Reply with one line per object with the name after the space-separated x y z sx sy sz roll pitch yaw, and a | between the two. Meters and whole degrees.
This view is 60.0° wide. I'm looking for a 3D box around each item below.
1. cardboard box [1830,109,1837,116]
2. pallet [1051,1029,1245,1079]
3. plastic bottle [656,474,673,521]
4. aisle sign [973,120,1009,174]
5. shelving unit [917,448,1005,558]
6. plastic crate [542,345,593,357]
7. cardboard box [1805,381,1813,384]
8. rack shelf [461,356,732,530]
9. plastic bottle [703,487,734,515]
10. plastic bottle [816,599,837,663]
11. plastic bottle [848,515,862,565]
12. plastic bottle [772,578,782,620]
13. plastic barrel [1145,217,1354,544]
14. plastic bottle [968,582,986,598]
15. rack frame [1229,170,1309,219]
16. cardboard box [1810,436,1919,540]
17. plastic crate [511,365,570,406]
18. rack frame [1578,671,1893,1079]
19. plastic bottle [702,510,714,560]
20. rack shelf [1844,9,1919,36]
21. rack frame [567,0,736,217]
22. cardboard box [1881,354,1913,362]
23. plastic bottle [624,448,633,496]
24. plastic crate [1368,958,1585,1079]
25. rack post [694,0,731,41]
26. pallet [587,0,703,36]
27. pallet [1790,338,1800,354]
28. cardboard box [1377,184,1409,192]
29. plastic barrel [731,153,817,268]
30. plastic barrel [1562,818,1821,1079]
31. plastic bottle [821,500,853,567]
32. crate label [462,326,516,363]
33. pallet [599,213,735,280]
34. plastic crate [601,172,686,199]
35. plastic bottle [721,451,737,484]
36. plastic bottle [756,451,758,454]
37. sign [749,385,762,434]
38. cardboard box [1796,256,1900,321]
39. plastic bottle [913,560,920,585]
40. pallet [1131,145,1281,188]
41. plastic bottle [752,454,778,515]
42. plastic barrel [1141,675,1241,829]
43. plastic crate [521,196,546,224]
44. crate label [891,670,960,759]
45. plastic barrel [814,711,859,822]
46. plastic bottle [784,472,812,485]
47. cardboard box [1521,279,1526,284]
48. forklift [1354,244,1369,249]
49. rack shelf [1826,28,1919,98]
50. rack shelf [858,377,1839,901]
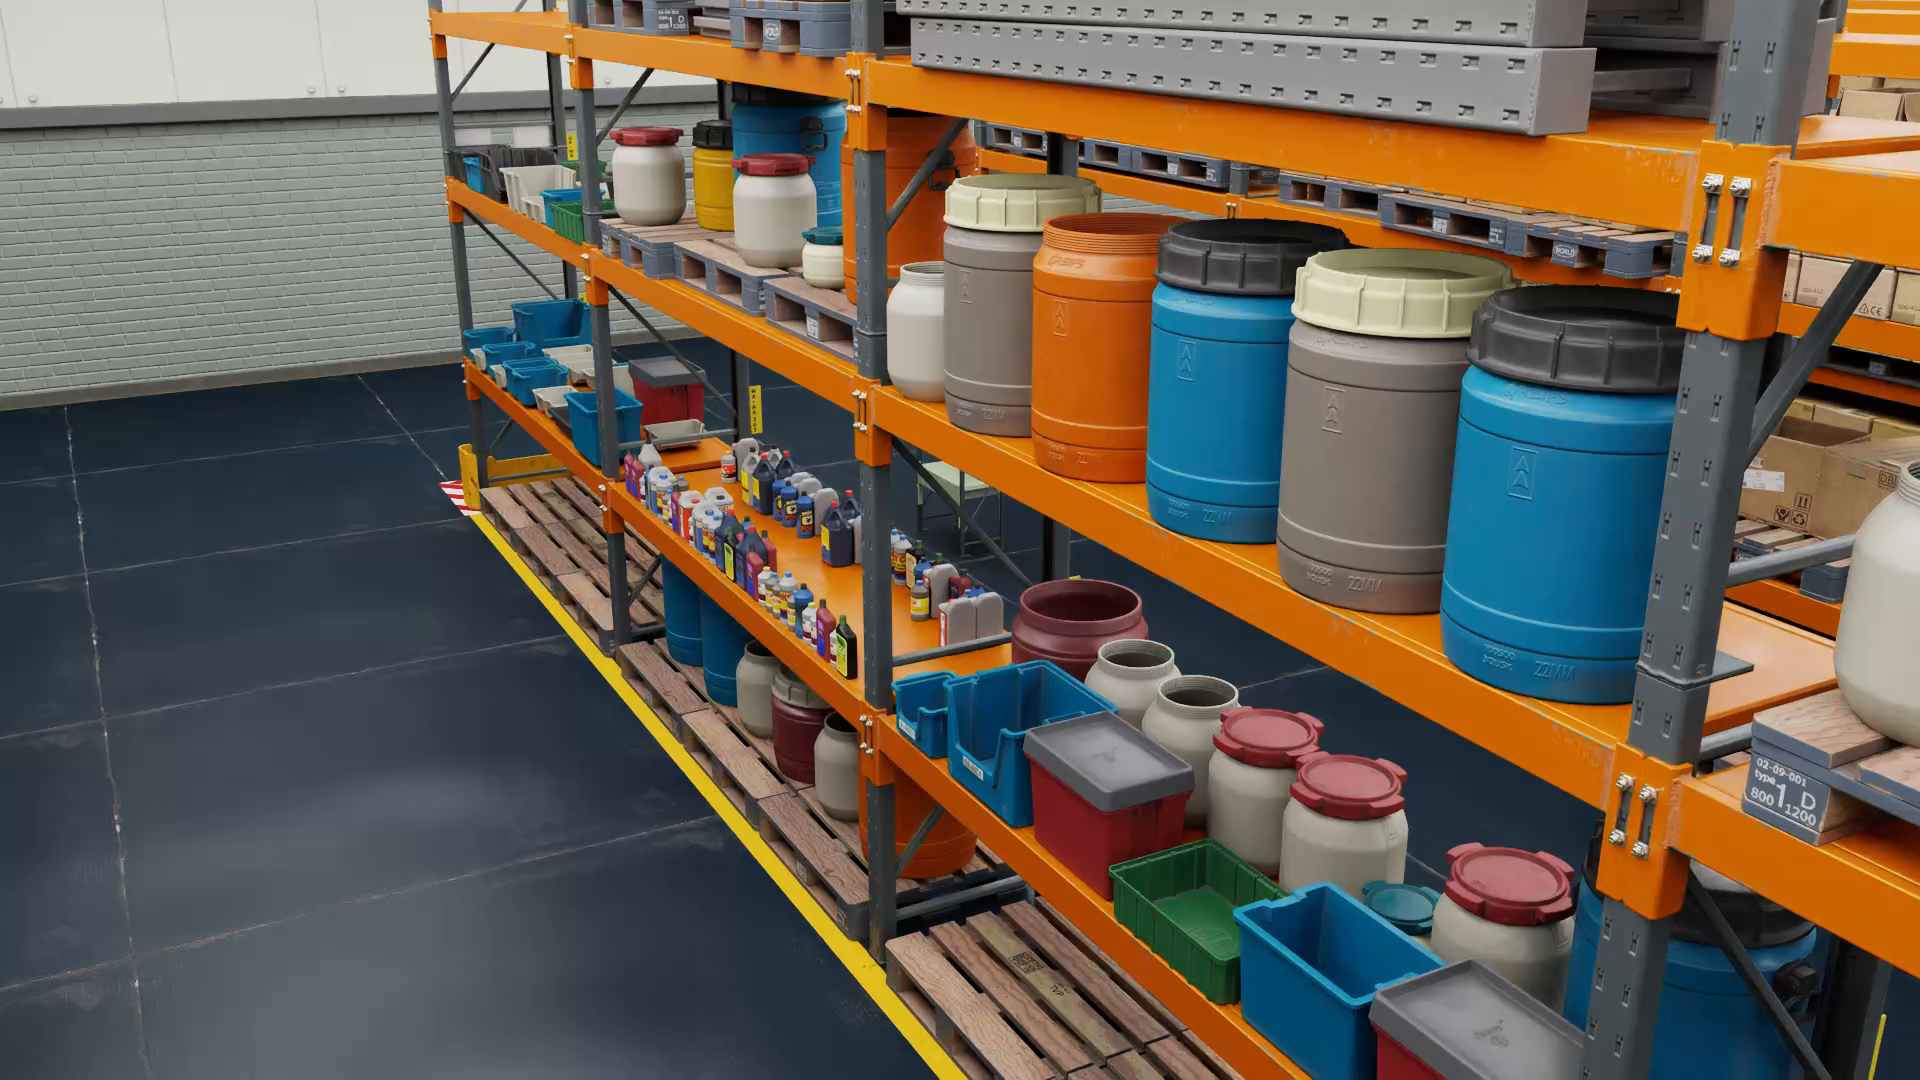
7.144 -3.451 13.928 0.500 0.311 0.500 -10 22 -27 | cardboard box
0.947 2.389 6.384 1.003 0.211 1.213 -10 21 -27 | pallet
-1.772 -0.260 9.984 0.097 0.271 0.097 0 19 0 | plastic bottle
0.300 -3.774 15.984 0.394 0.787 0.004 -10 21 -27 | aisle sign
0.003 -0.707 13.381 0.431 1.500 0.755 -10 21 -27 | shelving unit
-3.214 -1.501 13.696 0.396 0.136 0.243 -10 21 -27 | plastic crate
7.487 -1.359 15.009 0.500 0.250 0.500 -11 22 -28 | cardboard box
-2.811 -0.889 12.713 1.077 0.370 4.000 -10 21 -27 | rack shelf
-1.403 -0.163 9.694 0.152 0.276 0.135 -10 21 -27 | plastic bottle
-0.639 0.432 7.961 0.061 0.283 0.133 -10 21 -27 | plastic bottle
-0.541 -0.021 9.284 0.152 0.276 0.135 -10 21 -27 | plastic bottle
-0.909 0.295 8.483 0.097 0.201 0.097 0 19 0 | plastic bottle
0.884 -0.502 5.120 0.600 0.901 0.708 -10 21 -27 | plastic barrel
0.086 0.342 8.239 0.097 0.271 0.097 0 19 0 | plastic bottle
2.498 -1.423 13.156 1.000 3.000 0.127 -10 21 -27 | rack frame
5.042 -0.227 8.892 0.700 0.500 0.500 -7 20 -19 | cardboard box
-3.166 -1.167 12.579 0.416 0.233 0.300 -10 21 -27 | plastic crate
1.938 1.641 4.277 1.000 3.000 0.127 -10 21 -27 | rack frame
-1.396 -0.033 9.325 0.097 0.271 0.097 0 19 0 | plastic bottle
7.860 -3.895 12.838 1.077 0.370 4.000 -10 21 -27 | rack shelf
-1.861 -3.491 9.954 1.000 3.000 0.127 -10 21 -27 | rack frame
7.567 -1.533 13.216 0.380 0.149 0.250 -9 21 -25 | cardboard box
-2.063 -0.429 10.455 0.061 0.283 0.133 -10 21 -27 | plastic bottle
1.438 1.519 4.532 0.402 0.464 0.583 -10 21 -27 | plastic crate
-0.788 -2.694 8.408 0.937 0.300 0.954 -8 20 -21 | rack post
-1.441 -2.980 9.375 1.003 0.211 1.213 -10 21 -27 | pallet
7.146 -1.829 14.628 1.003 0.211 1.213 -10 21 -27 | pallet
3.073 -2.470 11.333 0.380 0.149 0.250 -11 22 -29 | cardboard box
-0.936 -1.673 8.432 0.433 0.535 0.433 0 19 0 | plastic barrel
2.021 1.246 4.652 0.600 0.901 0.708 -10 21 -27 | plastic barrel
-0.684 -0.041 9.226 0.144 0.351 0.185 -10 21 -27 | plastic bottle
-3.933 -1.631 13.924 0.416 0.233 0.303 -10 21 -27 | crate label
-1.403 -1.774 9.866 1.213 0.211 1.003 -10 21 -27 | pallet
-2.210 -2.411 11.621 0.497 0.269 0.590 -10 21 -27 | plastic crate
-1.491 -0.474 10.710 0.097 0.201 0.097 0 19 0 | plastic bottle
-1.311 -0.469 10.698 0.097 0.201 0.097 0 19 0 | plastic bottle
-1.376 -0.871 11.132 0.100 0.325 0.005 -10 21 -27 | sign
4.640 -1.300 8.431 0.500 0.250 0.500 -9 21 -25 | cardboard box
-0.197 0.204 8.747 0.097 0.201 0.097 0 19 0 | plastic bottle
2.118 -3.035 13.366 1.003 0.211 1.213 -10 21 -27 | pallet
-1.176 -0.344 10.104 0.144 0.351 0.185 -10 21 -27 | plastic bottle
0.915 0.823 6.476 0.421 0.512 0.421 0 19 0 | plastic barrel
-2.800 -2.255 11.373 0.293 0.136 0.466 -10 21 -27 | plastic crate
-0.092 0.751 7.113 0.303 0.233 0.416 -10 21 -27 | crate label
-0.556 1.184 8.771 0.421 0.512 0.421 0 19 0 | plastic barrel
-0.977 -0.284 10.046 0.152 0.276 0.135 -10 21 -27 | plastic bottle
5.727 -2.889 16.795 0.500 0.500 0.500 -11 22 -28 | cardboard box
4.148 -2.330 15.892 3.031 2.935 1.130 6 20 17 | forklift
5.347 -2.007 7.368 1.077 0.370 4.000 -10 21 -27 | rack shelf
0.988 -0.011 5.569 1.077 0.370 4.000 -10 21 -27 | rack shelf
